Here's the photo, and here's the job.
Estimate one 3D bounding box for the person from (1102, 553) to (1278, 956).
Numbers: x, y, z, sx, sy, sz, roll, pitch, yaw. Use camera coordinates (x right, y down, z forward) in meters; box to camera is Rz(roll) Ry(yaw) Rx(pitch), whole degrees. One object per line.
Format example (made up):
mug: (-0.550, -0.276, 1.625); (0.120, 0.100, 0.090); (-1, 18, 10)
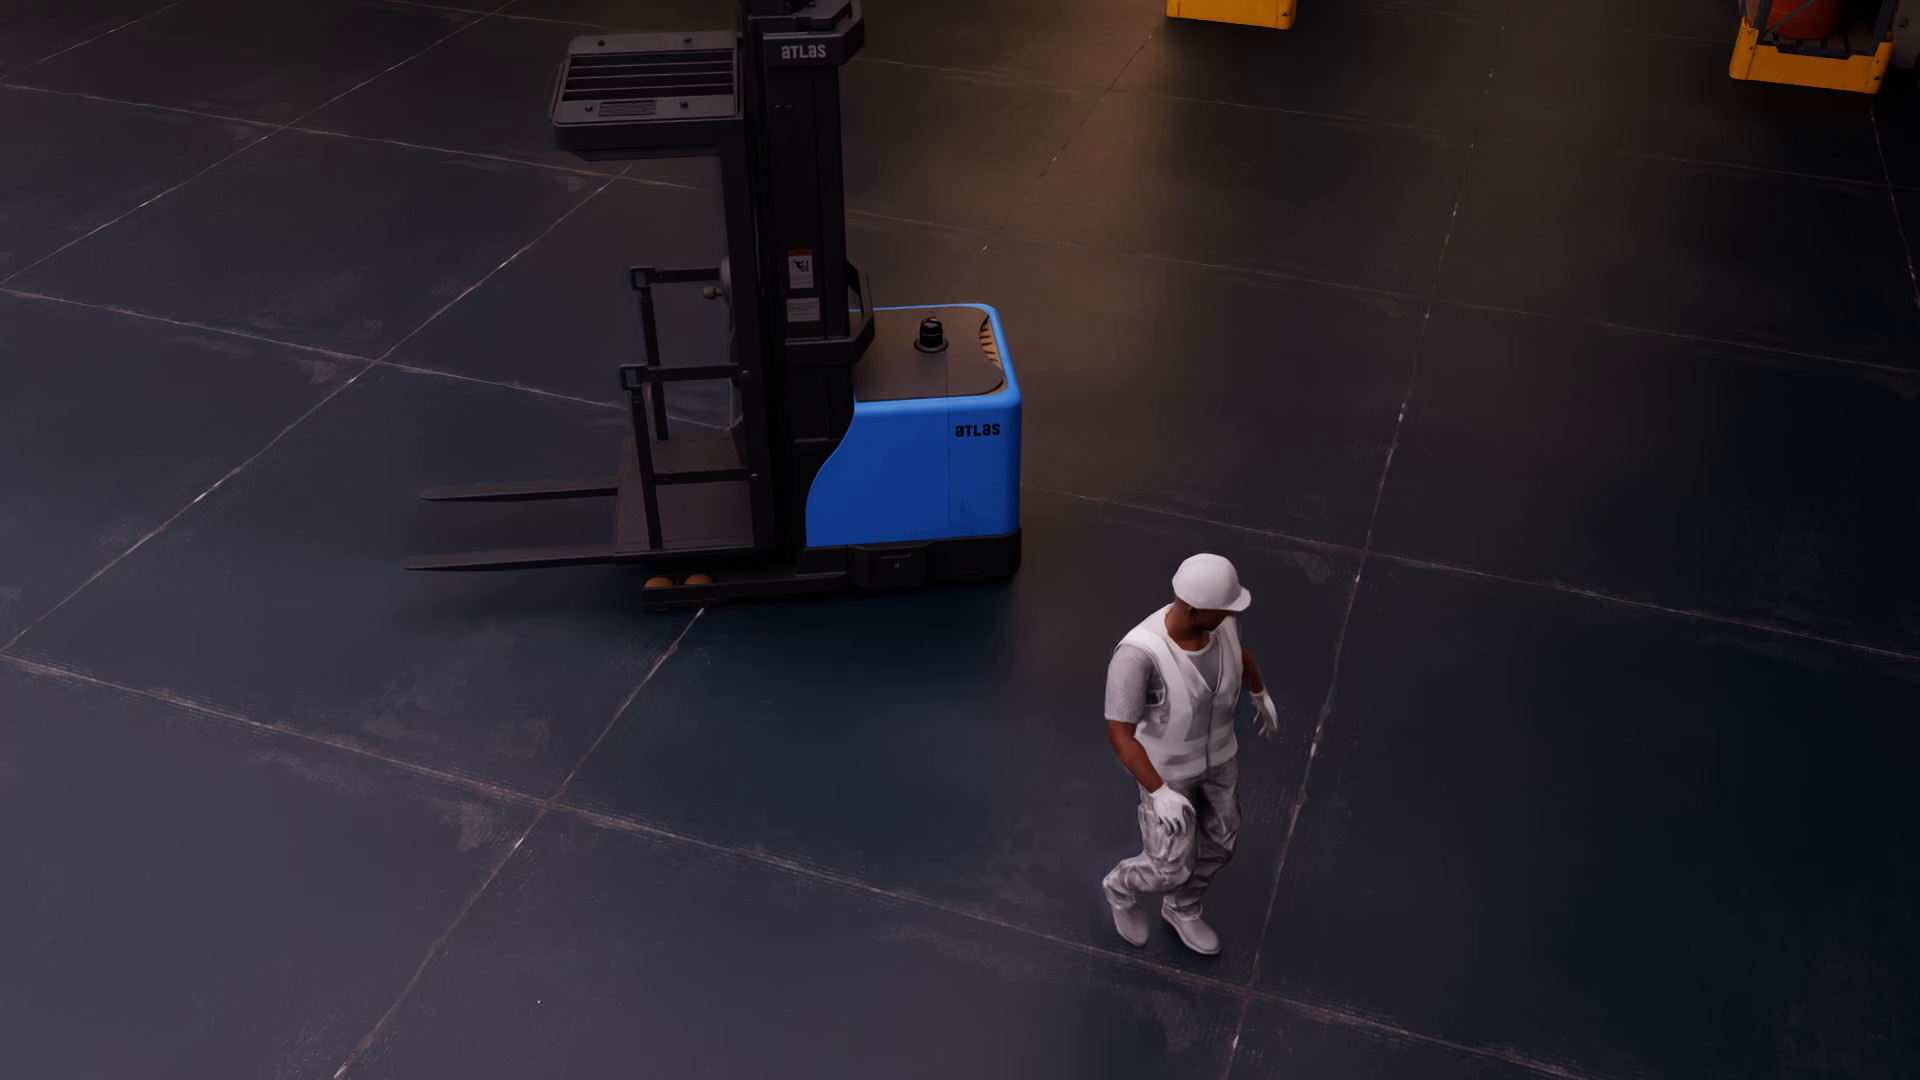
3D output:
person: (0.866, 0.784, 6.031); (0.802, 1.746, 0.492); (-20, 40, -26)

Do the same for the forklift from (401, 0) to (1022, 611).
forklift: (-1.248, -1.170, 7.761); (3.031, 2.935, 1.130); (-4, 36, -5)
